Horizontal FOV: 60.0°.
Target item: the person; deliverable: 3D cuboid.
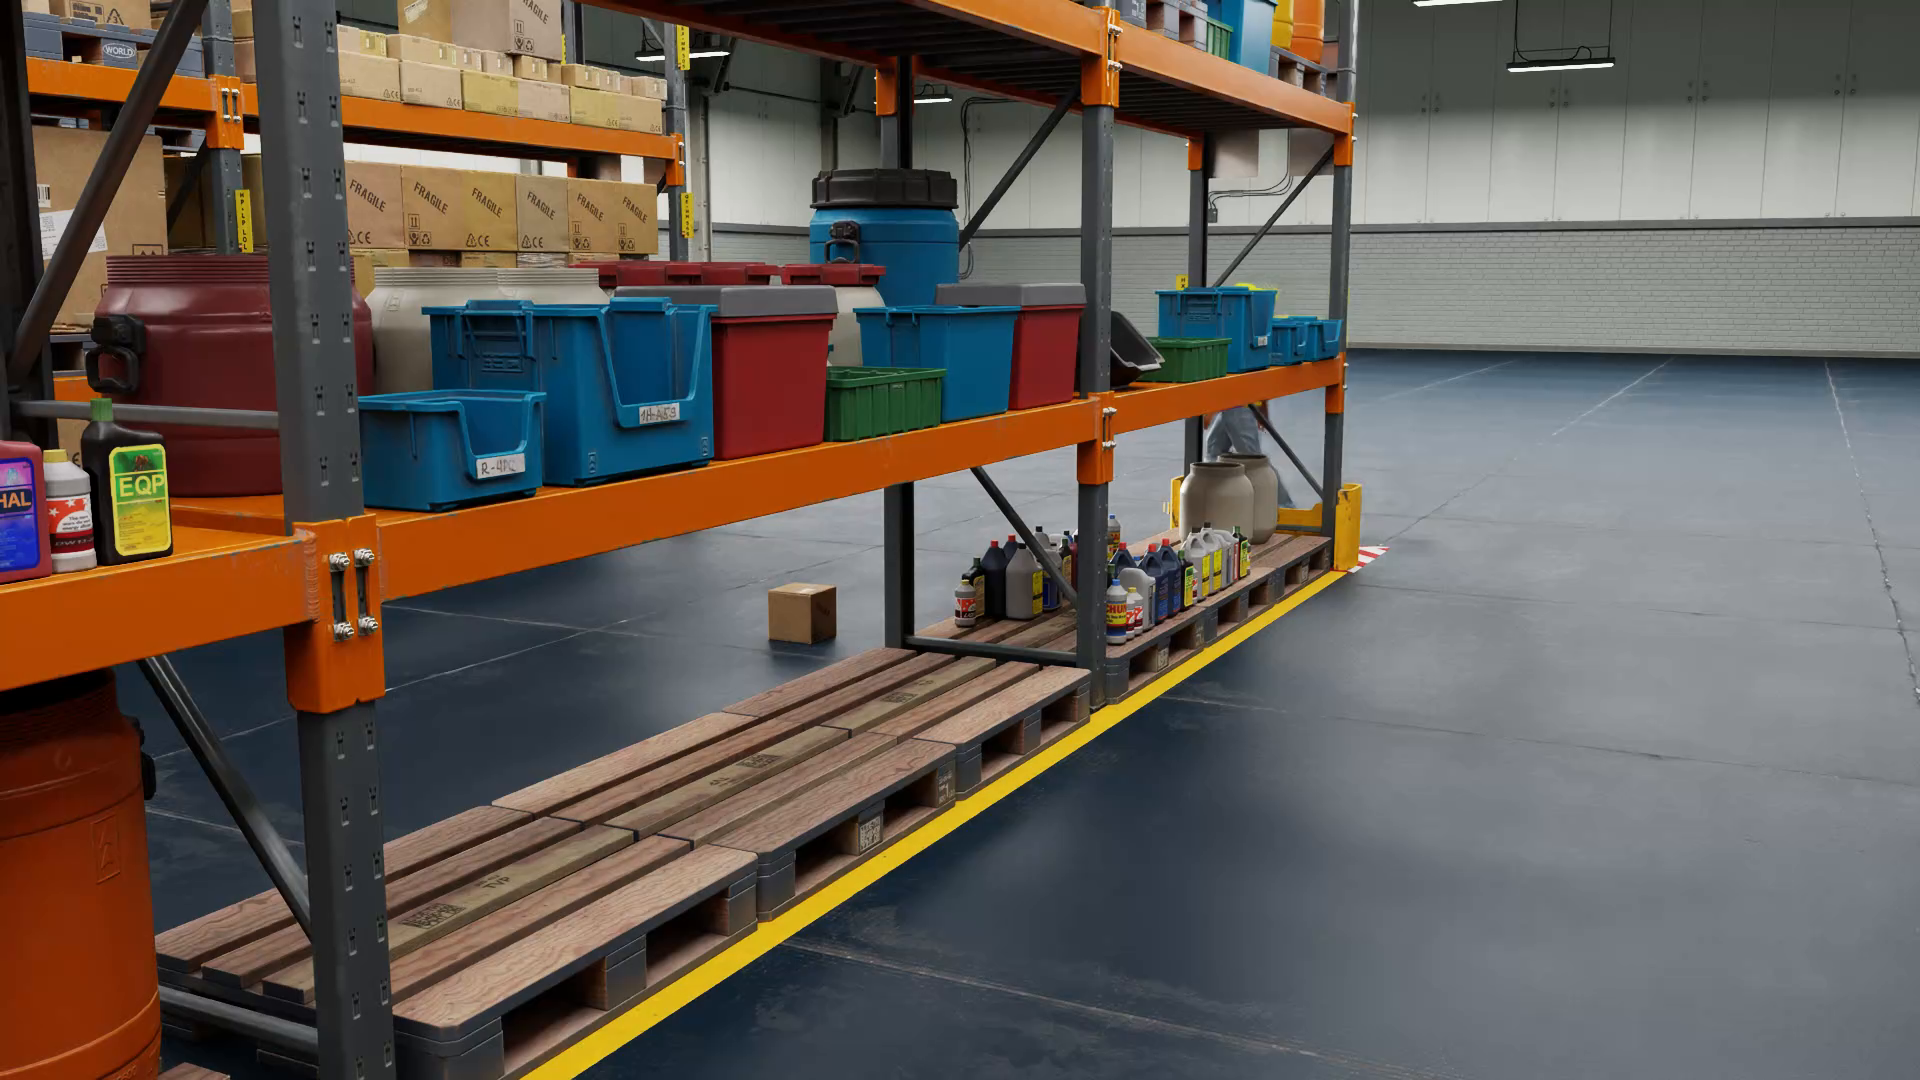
[{"bbox_3d":[1.927,-0.975,11.918,1.014,1.718,0.615,3,10,21],"label":"person"}]
